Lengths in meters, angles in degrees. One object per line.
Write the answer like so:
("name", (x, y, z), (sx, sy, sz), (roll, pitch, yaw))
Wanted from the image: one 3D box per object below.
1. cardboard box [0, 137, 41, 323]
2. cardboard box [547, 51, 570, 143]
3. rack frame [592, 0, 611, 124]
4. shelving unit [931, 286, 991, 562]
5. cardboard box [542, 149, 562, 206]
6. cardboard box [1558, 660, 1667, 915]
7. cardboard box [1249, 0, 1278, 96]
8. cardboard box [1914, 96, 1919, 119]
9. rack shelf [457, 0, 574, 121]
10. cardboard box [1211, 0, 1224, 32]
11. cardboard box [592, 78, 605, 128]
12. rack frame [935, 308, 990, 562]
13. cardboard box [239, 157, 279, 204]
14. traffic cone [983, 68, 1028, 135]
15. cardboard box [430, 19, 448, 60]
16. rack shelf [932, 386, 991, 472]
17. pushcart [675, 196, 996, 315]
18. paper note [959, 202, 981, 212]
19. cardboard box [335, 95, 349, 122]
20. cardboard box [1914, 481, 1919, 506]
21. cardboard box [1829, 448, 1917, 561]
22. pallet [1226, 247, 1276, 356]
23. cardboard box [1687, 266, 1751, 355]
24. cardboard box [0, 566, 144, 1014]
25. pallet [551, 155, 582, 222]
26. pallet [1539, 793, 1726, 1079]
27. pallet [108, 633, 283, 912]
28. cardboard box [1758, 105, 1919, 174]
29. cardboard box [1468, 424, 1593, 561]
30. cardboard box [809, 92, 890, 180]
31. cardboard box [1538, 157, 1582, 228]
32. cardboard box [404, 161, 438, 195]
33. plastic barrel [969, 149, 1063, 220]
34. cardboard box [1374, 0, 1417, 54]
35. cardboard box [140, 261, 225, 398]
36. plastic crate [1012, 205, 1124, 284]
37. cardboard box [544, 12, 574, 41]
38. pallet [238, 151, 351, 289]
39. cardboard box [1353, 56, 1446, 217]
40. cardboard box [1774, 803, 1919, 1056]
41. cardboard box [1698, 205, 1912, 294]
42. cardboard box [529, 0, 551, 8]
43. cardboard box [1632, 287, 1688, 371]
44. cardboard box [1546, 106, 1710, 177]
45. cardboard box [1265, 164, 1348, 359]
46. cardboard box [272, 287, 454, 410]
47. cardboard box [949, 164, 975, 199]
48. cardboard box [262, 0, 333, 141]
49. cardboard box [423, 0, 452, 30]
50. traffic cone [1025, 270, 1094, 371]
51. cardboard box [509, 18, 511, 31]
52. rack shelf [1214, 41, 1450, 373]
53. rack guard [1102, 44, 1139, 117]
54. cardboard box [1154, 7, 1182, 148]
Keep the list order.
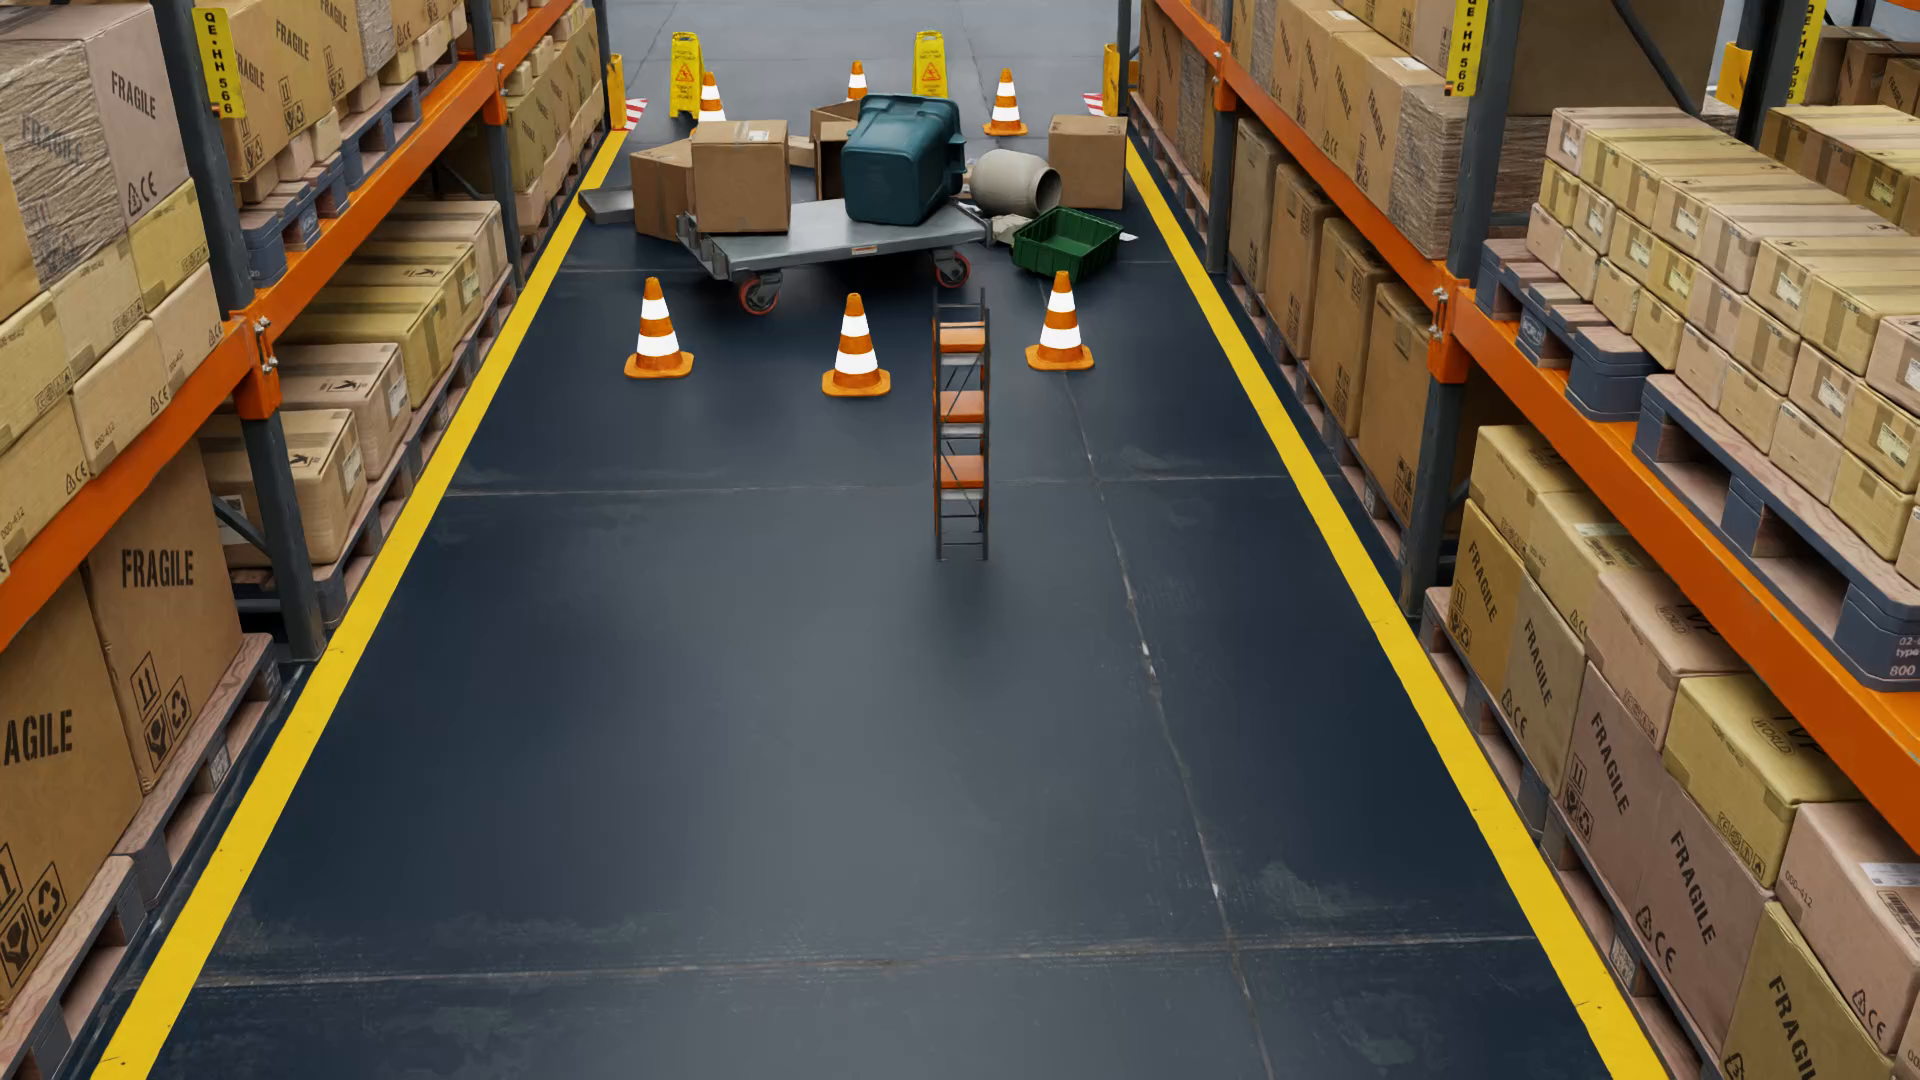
("cardboard box", (-2.439, -0.694, 3.647), (0.500, 0.500, 0.500), (-1, 28, -3))
("cardboard box", (-2.816, -2.817, 10.616), (0.500, 0.500, 0.500), (0, 28, 0))
("rack frame", (-3.199, -4.599, 12.324), (1.000, 3.000, 0.127), (-1, 28, -3))
("shelving unit", (0.003, -0.441, 6.460), (0.215, 1.050, 0.252), (-1, 28, -3))
("cardboard box", (-2.790, -2.244, 10.328), (0.500, 0.250, 0.500), (0, 28, 0))
("cardboard box", (2.000, 0.653, 4.503), (0.500, 0.500, 0.500), (-2, 28, -4))
("cardboard box", (1.734, -2.480, 8.153), (0.500, 0.500, 0.500), (-1, 28, -2))
("cardboard box", (6.777, -2.804, 11.131), (0.500, 0.500, 0.500), (-4, 28, -7))
("rack shelf", (-3.094, -3.357, 10.720), (1.077, 0.370, 4.000), (-1, 28, -3))
("cardboard box", (1.917, -3.155, 9.393), (0.875, 0.550, 0.550), (-1, 28, -3))
("cardboard box", (-2.887, -3.188, 12.139), (0.500, 0.250, 0.500), (-2, 28, -3))
("rack frame", (0.009, -0.384, 6.352), (0.200, 1.050, 0.008), (-1, 28, -3))
("cardboard box", (-2.594, -1.265, 5.750), (0.380, 0.149, 0.250), (-3, 28, -6))
("traffic cone", (0.349, -3.361, 12.694), (0.336, 0.463, 0.334), (-1, 28, -3))
("cardboard box", (-2.642, -2.355, 7.840), (0.380, 0.149, 0.250), (-2, 28, -3))
("rack shelf", (0.003, -0.431, 6.465), (0.215, 0.259, 0.240), (-1, 28, -3))
("pushcart", (-0.716, -1.667, 9.539), (1.648, 0.377, 0.936), (-11, 30, -20))
("paper note", (0.050, -2.181, 10.907), (0.172, 0.023, 0.155), (8, 29, 15))
("cardboard box", (-2.700, -1.759, 6.697), (0.380, 0.149, 0.250), (0, 28, -1))
("cardboard box", (2.092, -0.092, 3.179), (0.380, 0.149, 0.250), (-3, 28, -5))
("cardboard box", (2.076, -0.079, 3.475), (0.380, 0.149, 0.250), (0, 28, 0))
("pallet", (2.064, -1.327, 9.066), (1.003, 0.211, 1.213), (-1, 28, -3))
("cardboard box", (2.041, -0.570, 4.094), (0.380, 0.149, 0.250), (-1, 28, -3))
("cardboard box", (-2.786, 0.584, 4.230), (0.875, 0.875, 0.875), (-1, 28, -2))
("pallet", (-3.127, -2.390, 11.103), (1.003, 0.211, 1.213), (-1, 28, -3))
("pallet", (2.257, 1.088, 4.435), (1.003, 0.211, 1.213), (-1, 28, -3))
("pallet", (-2.815, 0.698, 5.184), (1.003, 0.211, 1.213), (-1, 28, -3))
("cardboard box", (2.640, -1.194, 4.970), (0.380, 0.149, 0.250), (-2, 28, -5))
("cardboard box", (1.951, -0.157, 5.245), (0.500, 0.250, 0.500), (-3, 28, -5))
("cardboard box", (-0.579, -2.742, 11.464), (0.797, 0.503, 0.637), (-23, 35, -37))
("cardboard box", (1.982, -1.050, 5.015), (0.380, 0.149, 0.250), (0, 28, 0))
("cardboard box", (-3.289, -2.318, 9.659), (0.500, 0.500, 0.500), (-2, 28, -3))
("plastic barrel", (0.357, -2.263, 10.631), (0.512, 0.421, 0.421), (19, 33, 32))
("cardboard box", (2.087, -2.236, 6.605), (0.700, 0.500, 0.500), (-2, 28, -3))
("cardboard box", (-2.495, -0.611, 4.840), (0.500, 0.250, 0.500), (-2, 28, -4))
("plastic crate", (0.631, -1.745, 9.832), (0.450, 0.188, 0.662), (22, 34, 18))
("cardboard box", (-2.788, -3.417, 11.064), (0.380, 0.149, 0.250), (0, 28, 0))
("pallet", (-2.925, -1.146, 5.911), (1.213, 0.211, 1.003), (-1, 28, -3))
("cardboard box", (1.841, -1.547, 6.364), (0.500, 0.500, 0.500), (-1, 28, -3))
("cardboard box", (2.061, 0.790, 3.429), (0.500, 0.250, 0.500), (0, 28, 0))
("cardboard box", (2.042, -0.707, 4.036), (0.380, 0.149, 0.250), (0, 28, 0))
("cardboard box", (-2.743, -3.385, 10.268), (0.380, 0.149, 0.250), (-1, 28, -2))
("cardboard box", (2.023, -0.561, 4.400), (0.380, 0.149, 0.250), (0, 28, 0))
("cardboard box", (1.988, -1.189, 4.961), (0.380, 0.149, 0.250), (-1, 28, -3))
("cardboard box", (2.117, -1.377, 8.125), (1.050, 0.750, 0.750), (-1, 28, -3))
("cardboard box", (-2.881, -0.878, 7.577), (0.950, 0.372, 0.625), (0, 28, -1))
("cardboard box", (0.019, -2.455, 11.170), (0.396, 0.266, 0.258), (3, 28, 6))
("cardboard box", (-2.608, -1.721, 5.922), (0.500, 0.500, 0.500), (0, 28, 0))
("cardboard box", (-2.709, -2.678, 7.756), (0.500, 0.500, 0.500), (-1, 28, -2))
("traffic cone", (0.510, -1.138, 8.431), (0.336, 0.463, 0.334), (-1, 28, -3))
("cardboard box", (-2.751, -2.909, 9.356), (0.380, 0.149, 0.250), (-1, 28, -1))
("rack shelf", (2.053, -1.676, 7.497), (1.077, 0.370, 4.000), (-1, 28, -3))
("rack guard", (1.738, -3.668, 13.242), (1.175, 0.500, 0.348), (-1, 28, -3))
("cardboard box", (1.889, -3.292, 11.661), (0.875, 0.875, 0.875), (-2, 28, -3))
